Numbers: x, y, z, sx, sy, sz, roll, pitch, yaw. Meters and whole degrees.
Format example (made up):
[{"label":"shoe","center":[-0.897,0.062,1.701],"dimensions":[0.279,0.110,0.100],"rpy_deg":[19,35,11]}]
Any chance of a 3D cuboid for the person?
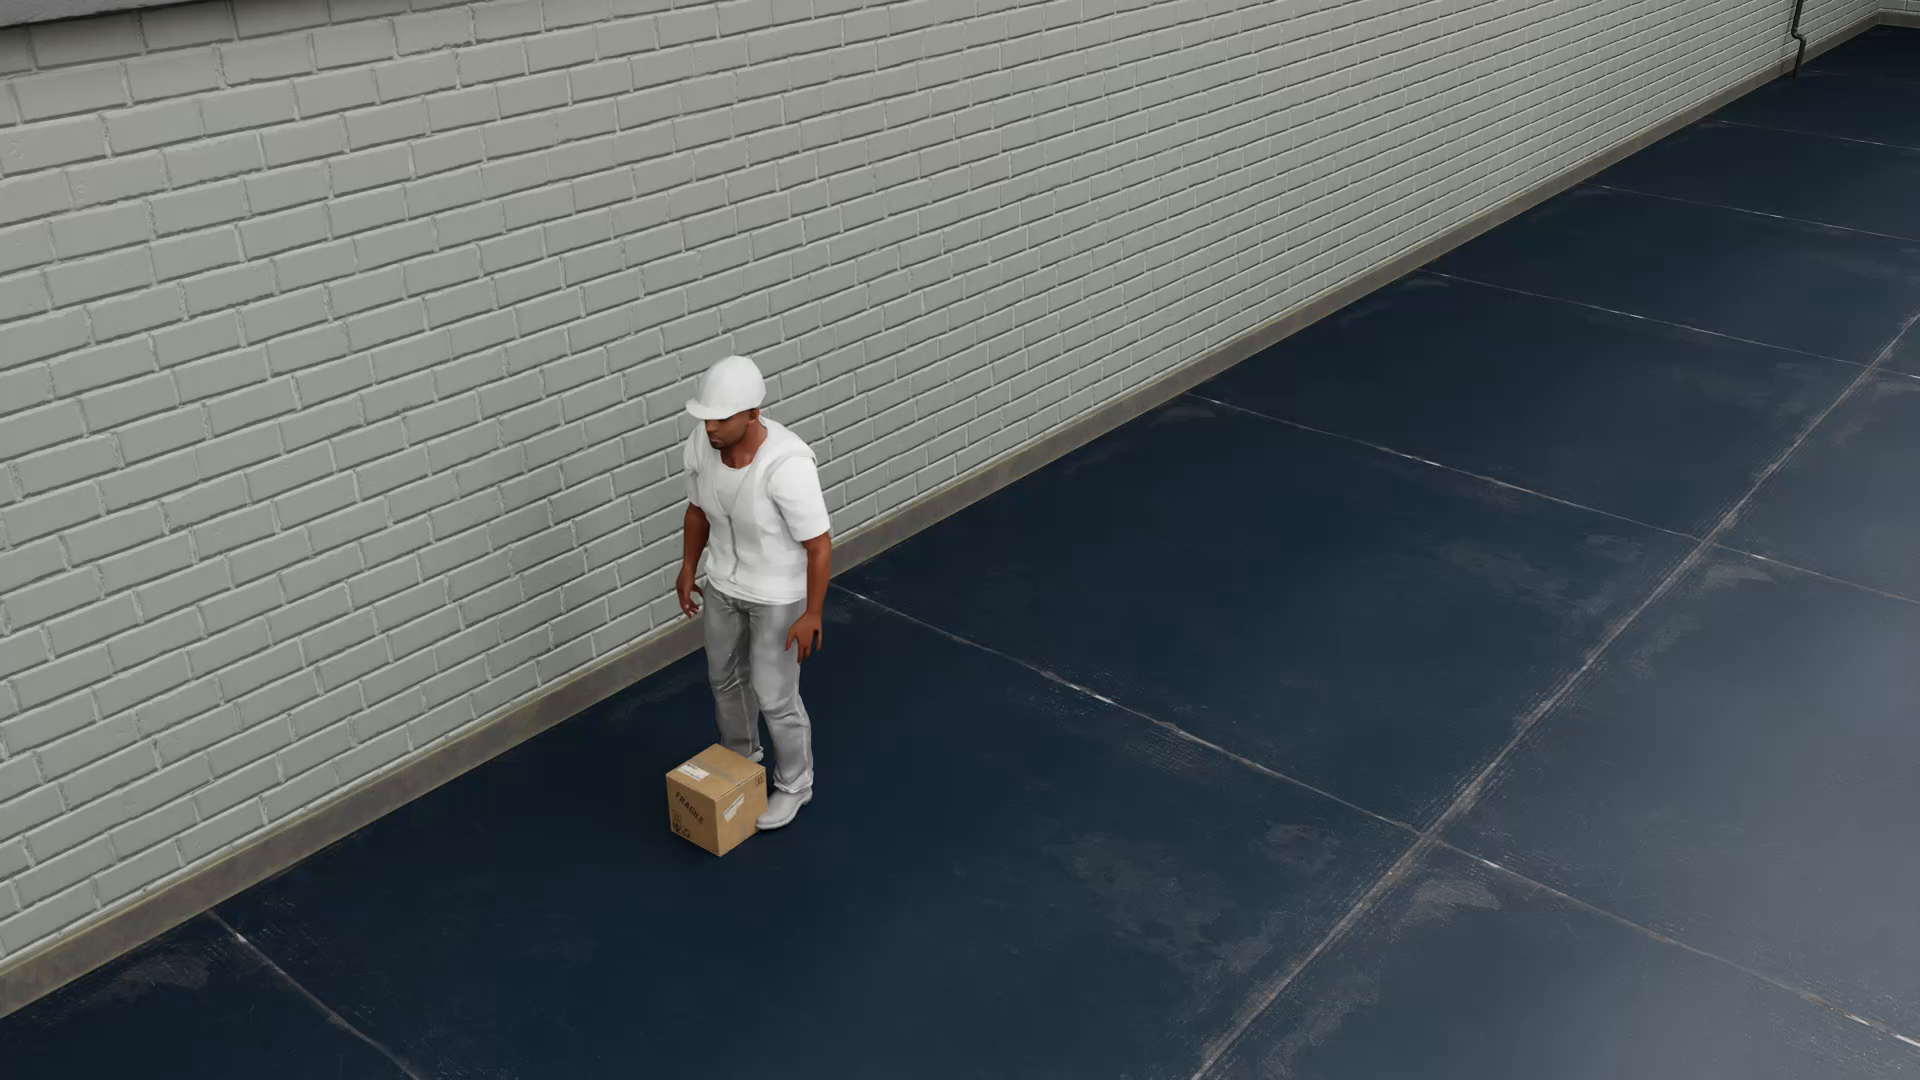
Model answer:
[{"label":"person","center":[-0.720,0.177,5.754],"dimensions":[0.636,1.761,0.454],"rpy_deg":[19,33,32]}]
